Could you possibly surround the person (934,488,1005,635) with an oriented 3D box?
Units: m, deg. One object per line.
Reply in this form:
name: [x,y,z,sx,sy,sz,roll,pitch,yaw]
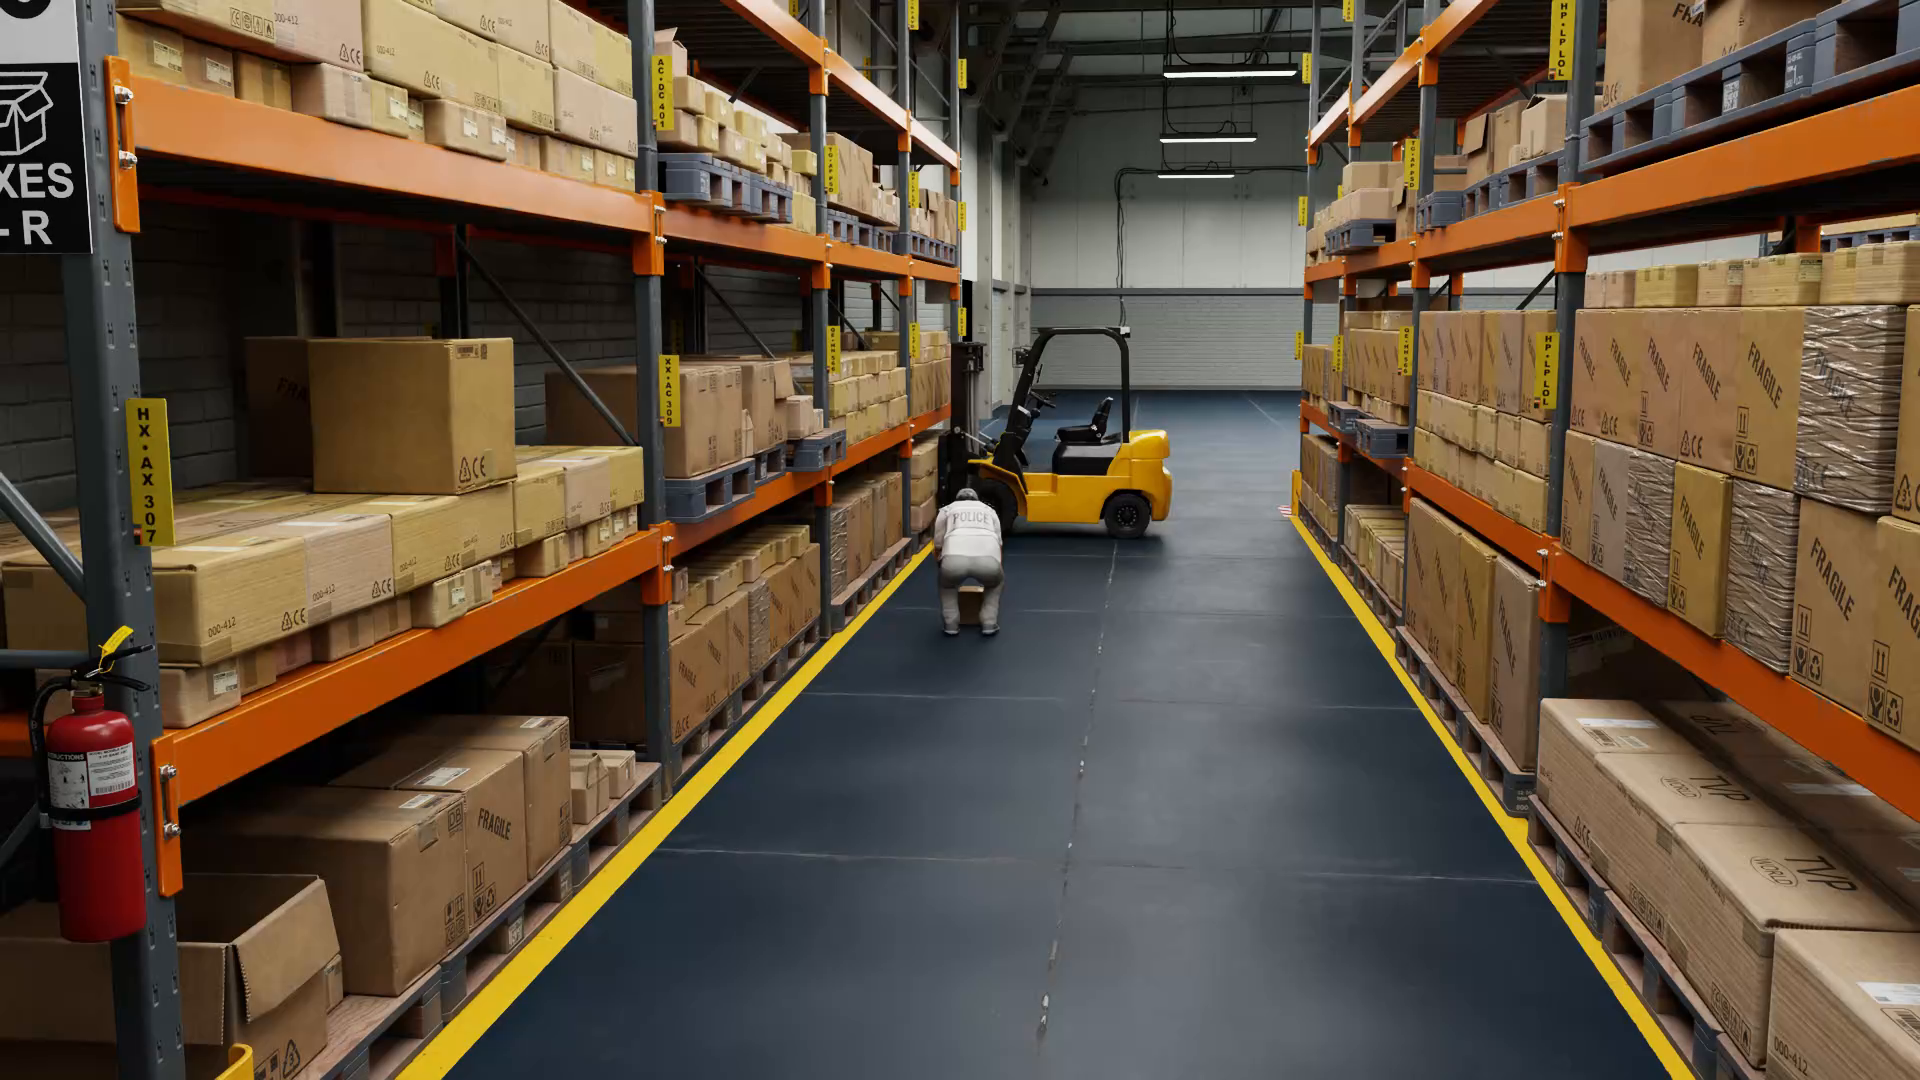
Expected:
person: [0.060,0.161,12.042,0.523,1.016,0.844,1,8,4]
